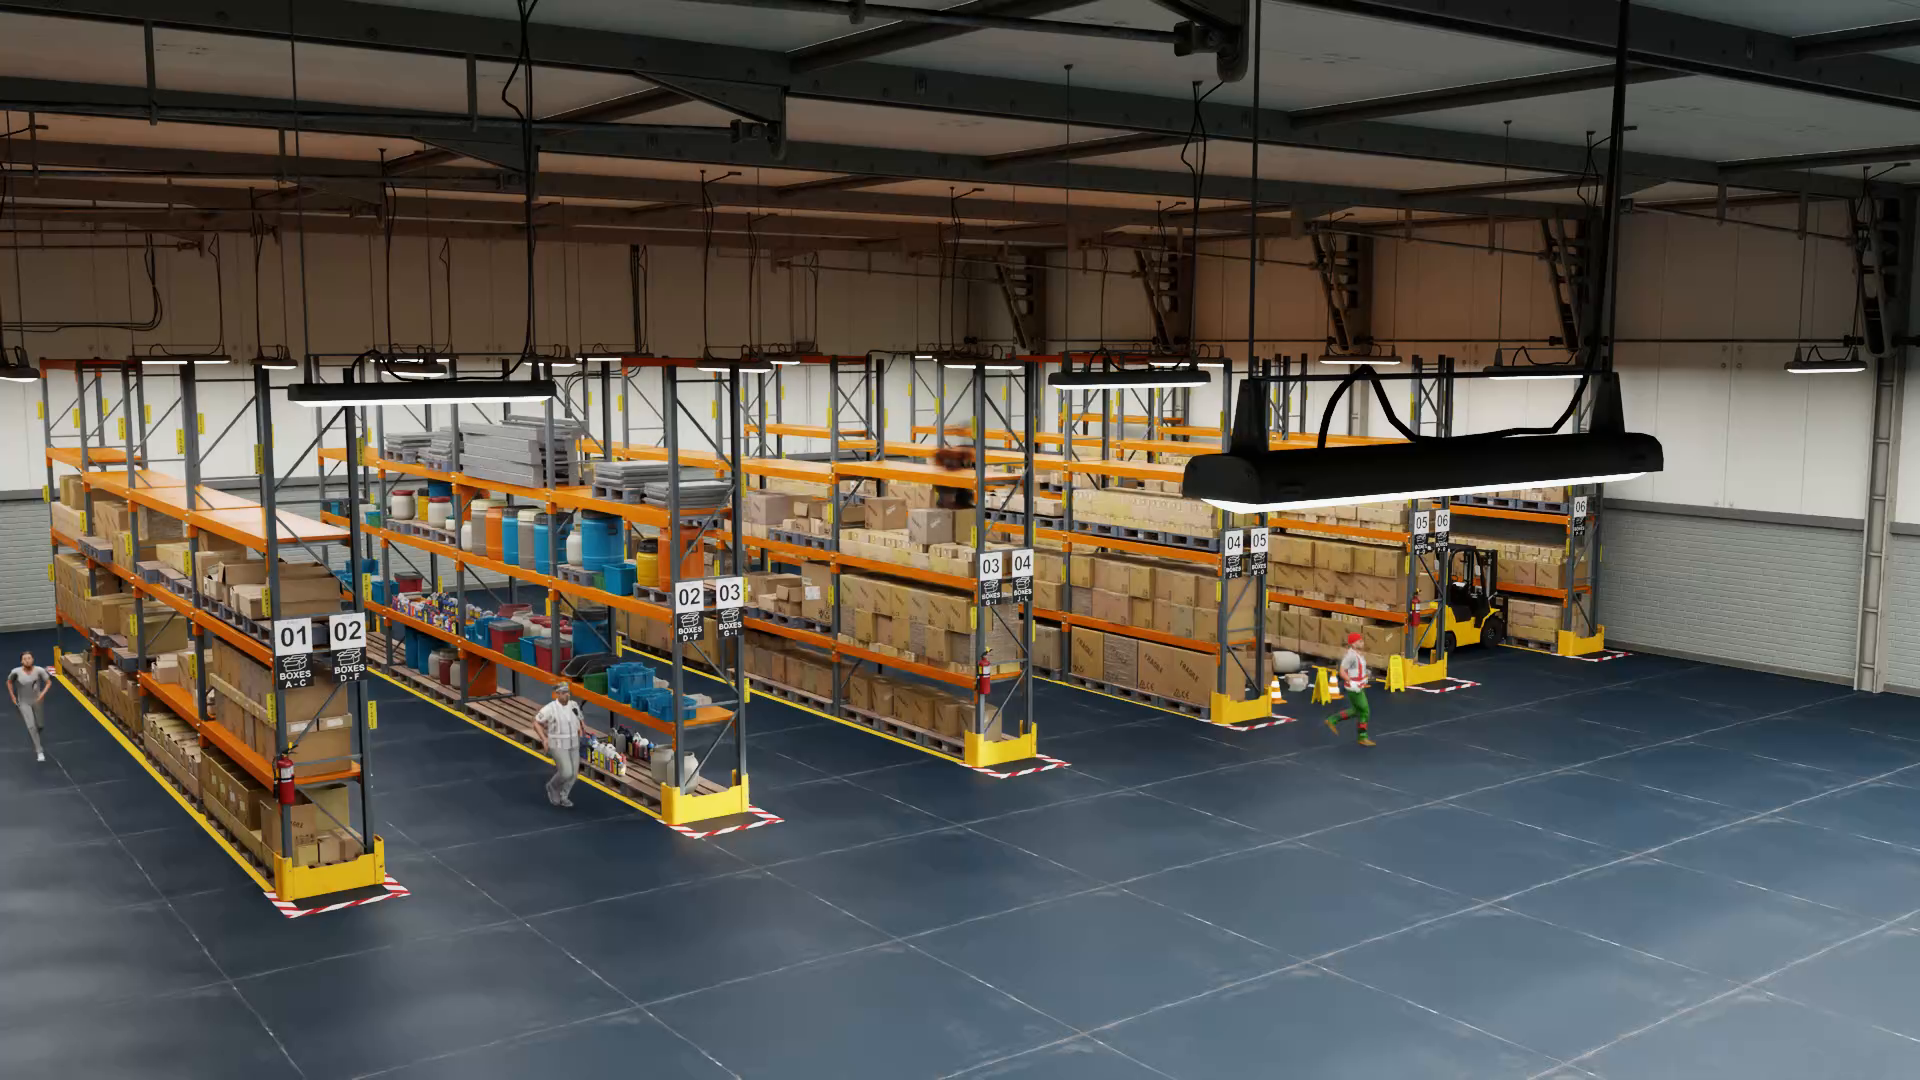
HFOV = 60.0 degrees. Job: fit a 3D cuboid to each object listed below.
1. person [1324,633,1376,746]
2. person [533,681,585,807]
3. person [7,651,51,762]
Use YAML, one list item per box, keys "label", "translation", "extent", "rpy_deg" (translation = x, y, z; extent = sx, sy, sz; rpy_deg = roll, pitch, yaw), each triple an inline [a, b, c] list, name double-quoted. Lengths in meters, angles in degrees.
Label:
- label: "person"
  translation: [6.155, 2.327, 26.134]
  extent: [0.817, 1.779, 0.646]
  rpy_deg: [2, 7, 20]
- label: "person"
  translation: [-5.324, 2.768, 22.463]
  extent: [0.601, 1.739, 0.658]
  rpy_deg: [7, 10, 44]
- label: "person"
  translation: [-14.150, 2.491, 25.314]
  extent: [0.588, 1.655, 0.893]
  rpy_deg: [-4, 8, -32]
